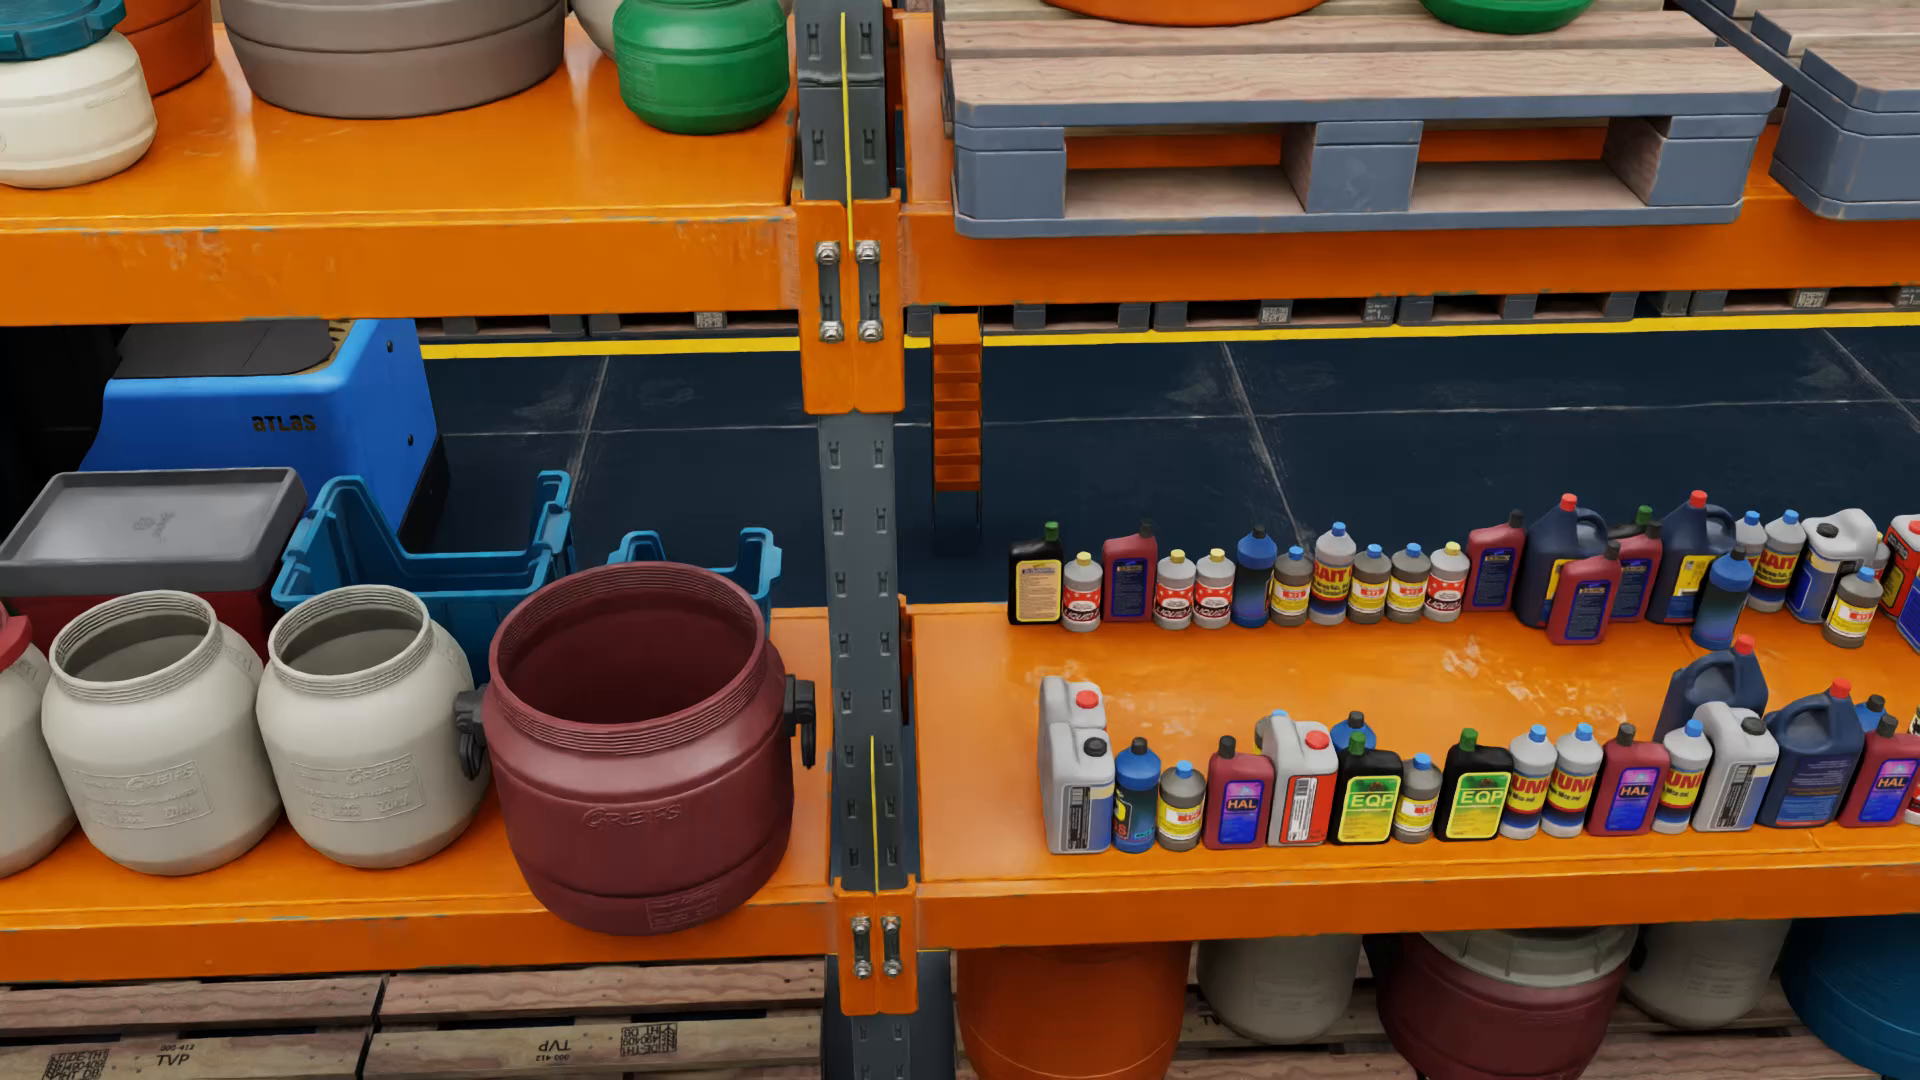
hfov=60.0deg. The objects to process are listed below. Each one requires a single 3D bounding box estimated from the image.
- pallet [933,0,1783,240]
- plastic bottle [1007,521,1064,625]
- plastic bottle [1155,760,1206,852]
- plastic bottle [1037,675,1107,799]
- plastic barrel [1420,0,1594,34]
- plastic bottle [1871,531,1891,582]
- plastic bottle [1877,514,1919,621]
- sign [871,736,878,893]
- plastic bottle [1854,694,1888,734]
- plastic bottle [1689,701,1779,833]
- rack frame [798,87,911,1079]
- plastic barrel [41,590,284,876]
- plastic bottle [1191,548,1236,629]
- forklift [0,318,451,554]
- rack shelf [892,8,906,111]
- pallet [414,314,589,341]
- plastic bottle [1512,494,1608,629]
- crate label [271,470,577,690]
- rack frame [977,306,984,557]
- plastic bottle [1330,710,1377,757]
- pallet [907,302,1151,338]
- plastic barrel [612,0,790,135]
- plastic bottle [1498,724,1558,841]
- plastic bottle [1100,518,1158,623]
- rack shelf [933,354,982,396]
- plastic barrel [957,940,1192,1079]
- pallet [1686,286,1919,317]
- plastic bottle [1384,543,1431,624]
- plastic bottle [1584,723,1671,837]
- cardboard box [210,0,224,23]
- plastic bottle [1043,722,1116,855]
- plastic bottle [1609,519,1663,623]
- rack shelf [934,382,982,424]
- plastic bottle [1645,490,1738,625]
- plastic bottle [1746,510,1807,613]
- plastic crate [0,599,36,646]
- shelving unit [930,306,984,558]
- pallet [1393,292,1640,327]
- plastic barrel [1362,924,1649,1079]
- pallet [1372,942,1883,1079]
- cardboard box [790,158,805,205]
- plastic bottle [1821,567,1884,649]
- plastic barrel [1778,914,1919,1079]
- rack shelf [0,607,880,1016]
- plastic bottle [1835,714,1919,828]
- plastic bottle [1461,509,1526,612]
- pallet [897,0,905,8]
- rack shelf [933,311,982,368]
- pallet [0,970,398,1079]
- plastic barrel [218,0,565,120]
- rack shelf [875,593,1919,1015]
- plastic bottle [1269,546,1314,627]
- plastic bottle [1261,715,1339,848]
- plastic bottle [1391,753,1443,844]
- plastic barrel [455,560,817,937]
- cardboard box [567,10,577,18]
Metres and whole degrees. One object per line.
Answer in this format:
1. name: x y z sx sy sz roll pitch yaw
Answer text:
1. pallet: 0.571 -0.835 2.851 1.213 0.211 1.003 -2 35 -2
2. plastic bottle: 0.186 0.080 4.100 0.133 0.283 0.061 -2 35 -2
3. plastic bottle: 0.464 0.549 3.495 0.097 0.201 0.097 0 35 0
4. plastic bottle: 0.243 0.423 3.613 0.135 0.276 0.152 -2 35 -2
5. plastic barrel: 0.872 -0.954 2.625 0.294 0.245 0.294 0 35 0
6. plastic bottle: 2.276 0.068 4.190 0.097 0.201 0.097 0 35 0
7. plastic bottle: 2.393 0.050 4.151 0.135 0.276 0.152 -2 35 -2
8. sign: -0.164 0.531 3.203 0.005 0.325 0.100 -2 35 -2
9. plastic bottle: 1.934 0.446 3.582 0.097 0.271 0.097 0 35 0
10. plastic bottle: 1.635 0.472 3.542 0.135 0.276 0.152 -2 35 -2
11. rack frame: -0.198 0.286 3.701 0.127 3.000 1.000 -2 35 -2
12. plastic barrel: -1.636 0.400 3.437 0.421 0.512 0.421 0 35 0
13. plastic bottle: 0.630 0.113 4.126 0.097 0.201 0.097 0 35 0
14. forklift: -3.629 -1.108 5.776 3.031 2.935 1.130 -2 35 -2
15. rack shelf: 1.569 -2.288 8.052 4.000 0.370 1.077 -2 35 -2
16. pallet: -2.468 -1.352 8.518 1.213 0.211 1.003 -2 35 -2
17. plastic bottle: 1.489 0.041 4.098 0.185 0.351 0.144 -2 35 -2
18. crate label: -1.203 0.144 3.874 0.616 0.435 0.502 -2 35 -2
19. rack frame: 0.077 -0.495 6.412 0.006 1.200 0.240 -2 35 -2
20. plastic bottle: 0.826 0.476 3.539 0.097 0.271 0.097 0 35 0
21. pallet: 0.319 -1.382 8.561 1.213 0.211 1.003 -2 35 -2
22. plastic barrel: -0.442 -0.848 2.840 0.294 0.245 0.294 0 35 0
23. plastic bottle: 1.193 0.501 3.503 0.097 0.271 0.097 0 35 0
24. plastic bottle: 0.417 0.074 4.109 0.133 0.283 0.061 -2 35 -2
25. rack shelf: -0.014 -0.654 6.297 0.180 0.103 0.258 -2 35 -2
26. plastic barrel: 0.290 0.983 4.232 0.708 0.830 0.600 -2 35 -2
27. pallet: 4.253 -1.509 8.745 1.213 0.211 1.003 -2 35 -2
28. plastic bottle: 1.116 0.099 4.145 0.097 0.201 0.097 0 35 0
29. plastic bottle: 1.406 0.501 3.493 0.133 0.283 0.061 -2 35 -2
30. cardboard box: -3.130 -2.489 7.623 0.500 0.500 0.500 1 35 1
31. plastic bottle: 0.250 0.509 3.488 0.135 0.276 0.152 -2 35 -2
32. plastic bottle: 1.649 0.076 4.107 0.133 0.283 0.061 -2 35 -2
33. rack shelf: -0.014 -0.555 6.365 0.180 0.103 0.258 -2 35 -2
34. plastic bottle: 1.807 0.033 4.110 0.185 0.351 0.144 -2 35 -2
35. plastic bottle: 2.044 0.046 4.161 0.097 0.271 0.097 0 35 0
36. plastic crate: -2.467 0.273 3.905 0.662 0.188 0.450 -2 35 -2
37. shelving unit: -0.014 -0.493 6.408 0.189 1.200 0.258 -2 35 -2
38. pallet: 2.757 -1.448 8.656 1.213 0.211 1.003 -2 35 -2
39. plastic barrel: 1.418 1.051 4.345 0.708 0.588 0.600 -2 35 -2
40. pallet: 1.804 1.356 4.605 1.213 0.211 1.003 -2 35 -2
41. cardboard box: -0.940 -1.648 8.050 0.500 0.311 0.500 -1 35 -1
42. plastic bottle: 2.186 0.157 4.061 0.097 0.201 0.097 0 35 0
43. plastic barrel: 2.546 0.892 4.300 0.708 0.901 0.600 -2 35 -2
44. rack shelf: -2.195 0.636 3.828 4.000 0.370 1.077 -2 35 -2
45. plastic bottle: 1.956 0.486 3.514 0.133 0.283 0.061 -2 35 -2
46. plastic bottle: 1.328 0.050 4.145 0.133 0.283 0.061 -2 35 -2
47. pallet: 0.125 -4.177 12.601 1.213 0.211 1.003 -2 35 -2
48. rack shelf: -0.014 -0.752 6.228 0.180 0.103 0.258 -2 35 -2
49. pallet: -2.189 1.462 4.451 1.213 0.211 1.003 -2 35 -2
50. plastic barrel: -1.028 -1.255 2.851 0.600 0.901 0.600 0 35 0
51. rack shelf: 1.800 0.528 3.984 4.000 0.370 1.077 -2 35 -2
52. plastic bottle: 0.825 0.107 4.134 0.097 0.201 0.097 0 35 0
53. plastic bottle: 0.712 0.497 3.506 0.135 0.276 0.152 -2 35 -2
54. plastic bottle: 0.963 0.536 3.514 0.097 0.201 0.097 0 35 0
55. plastic barrel: -0.647 0.415 3.395 0.708 0.536 0.600 -2 35 -2
56. cardboard box: -1.699 -2.360 7.745 0.250 0.149 0.380 1 35 1
